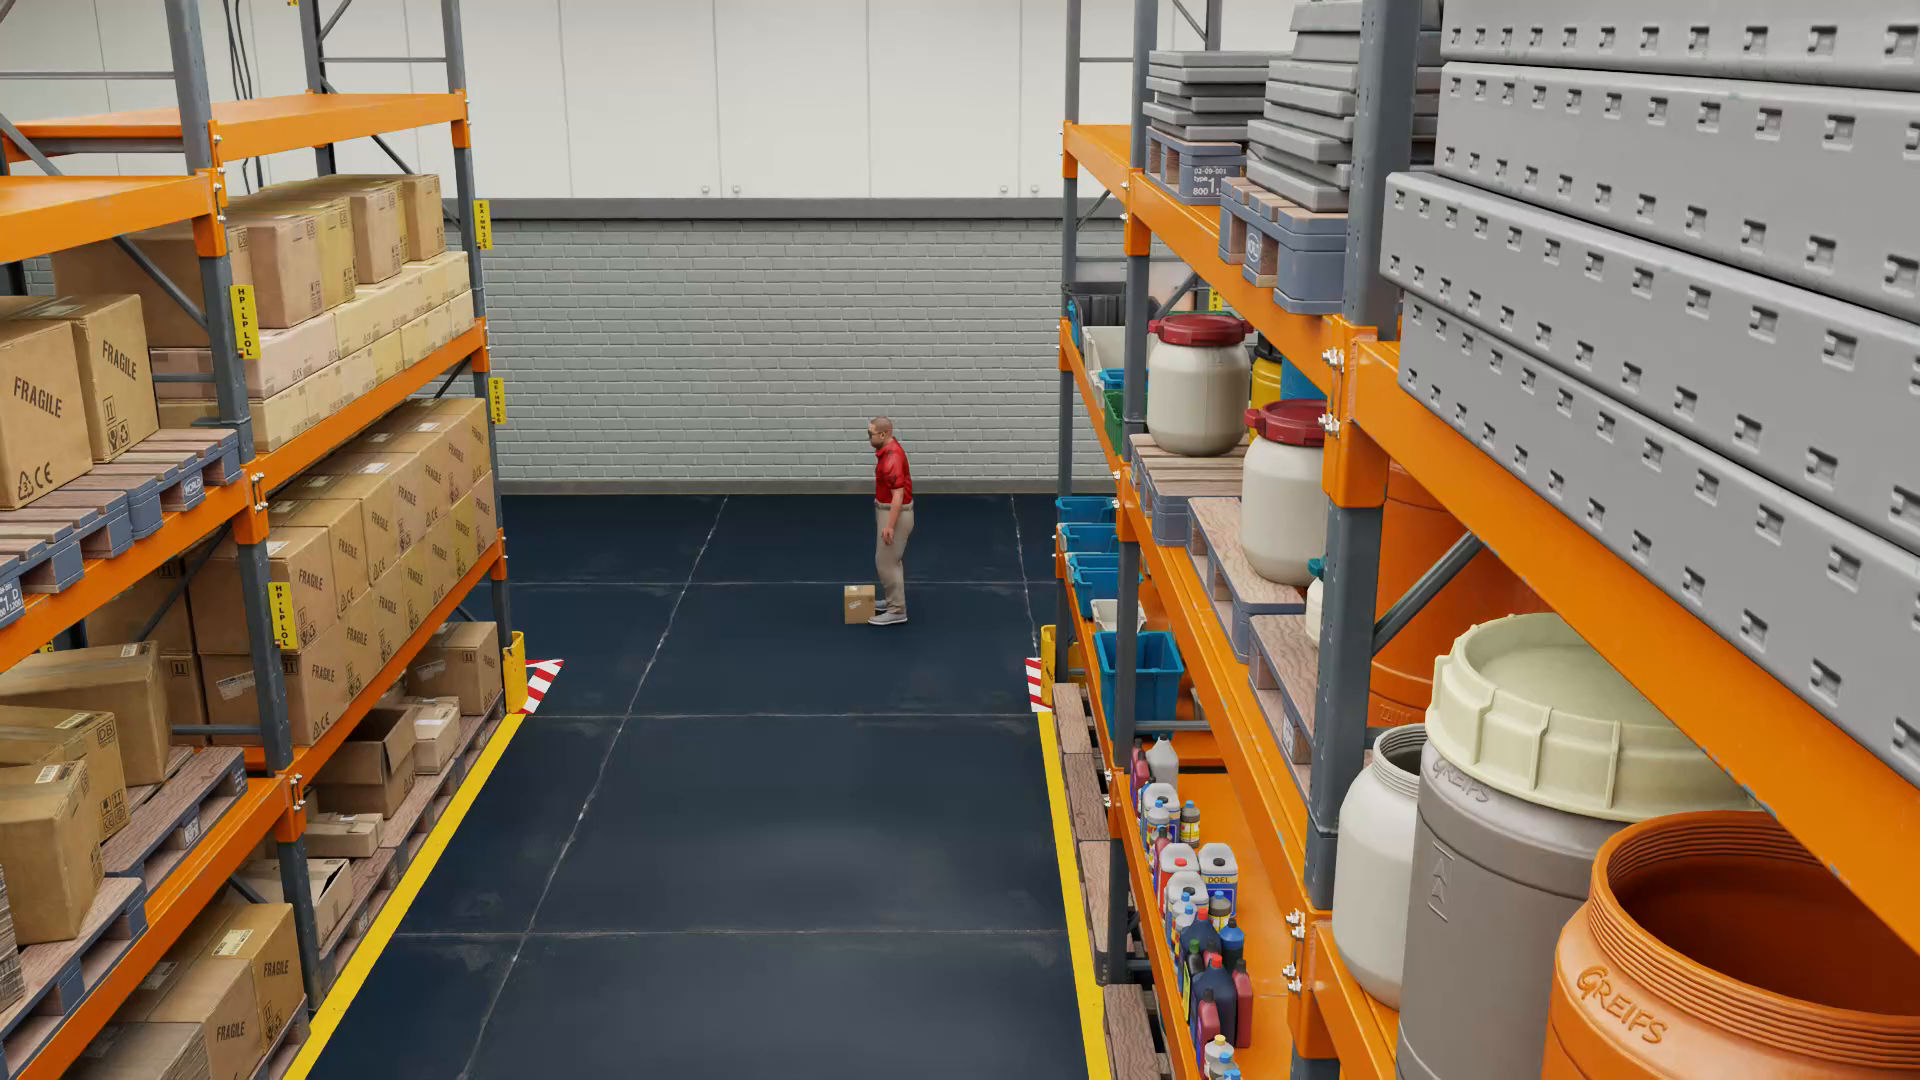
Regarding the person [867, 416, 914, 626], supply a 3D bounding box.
[{"bbox_3d":[-0.577,-0.174,13.638,0.393,1.726,0.606,-1,17,-4],"label":"person"}]
